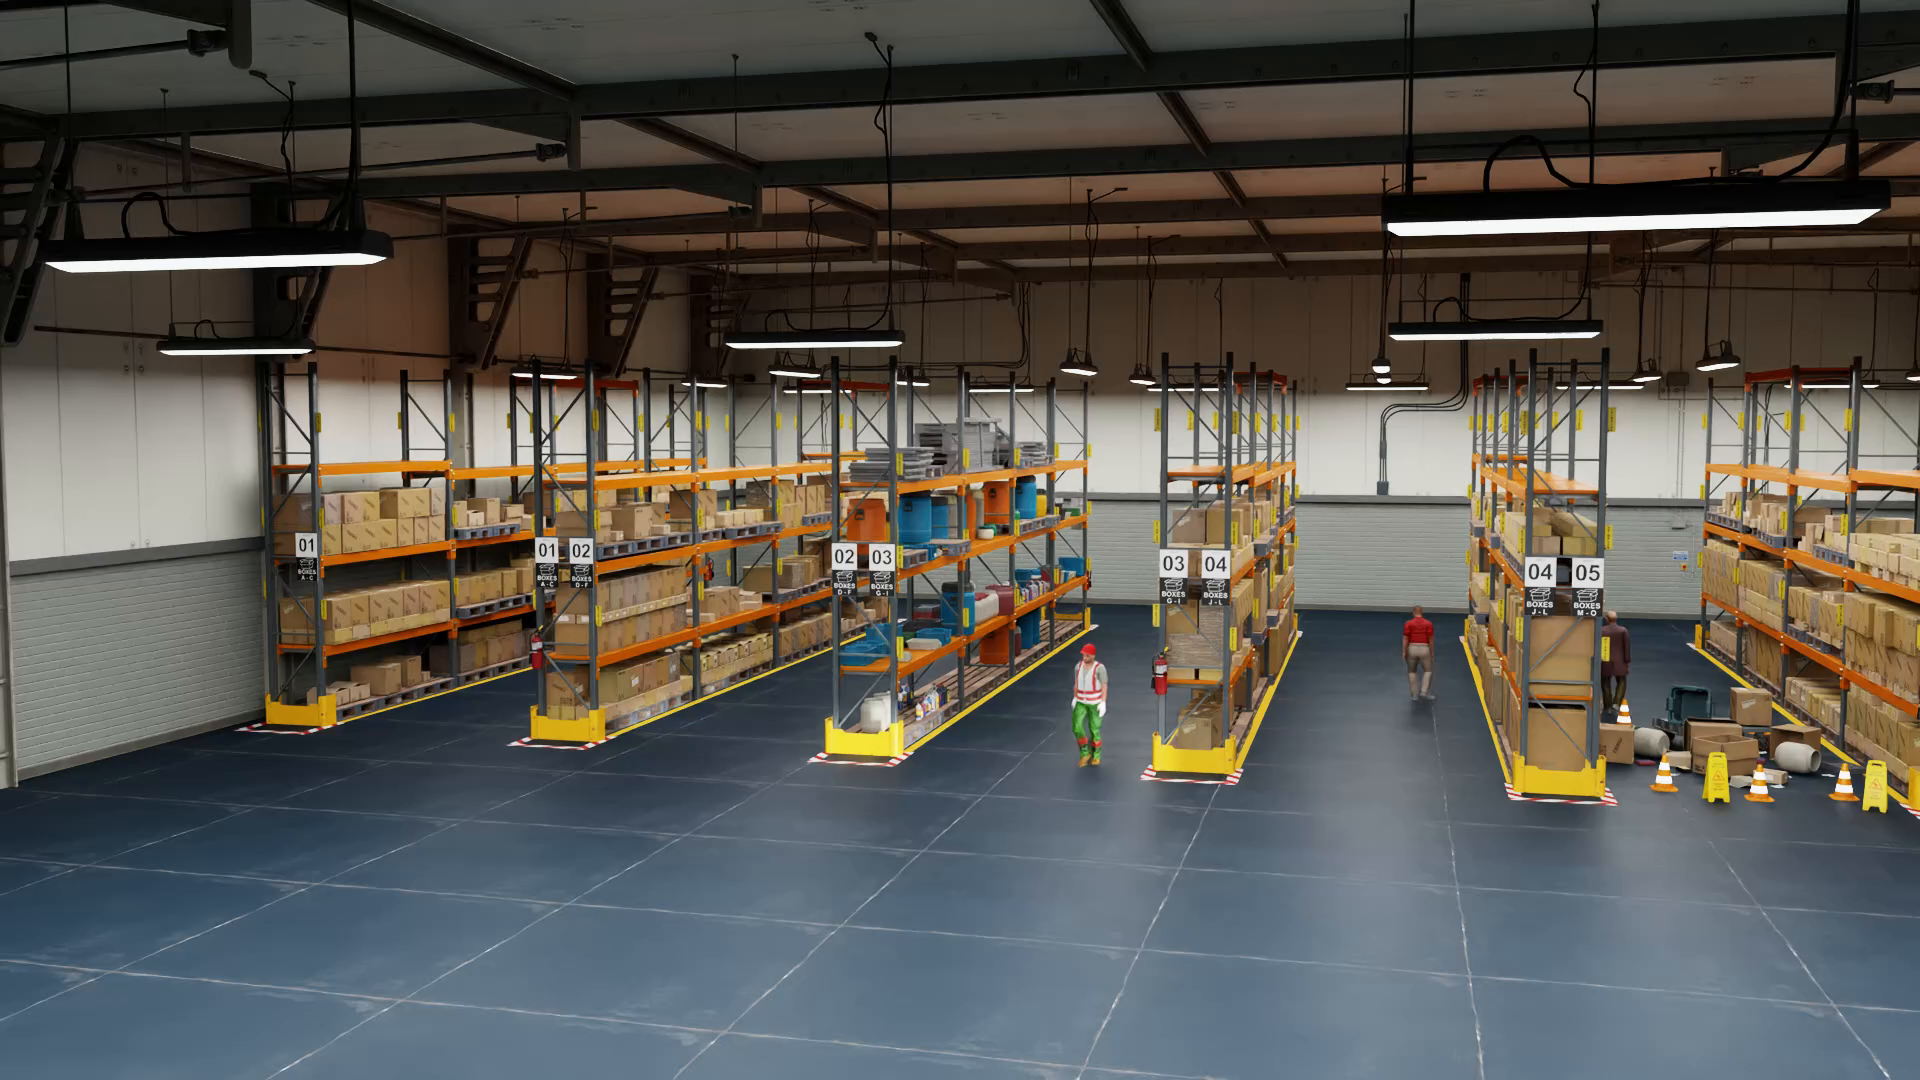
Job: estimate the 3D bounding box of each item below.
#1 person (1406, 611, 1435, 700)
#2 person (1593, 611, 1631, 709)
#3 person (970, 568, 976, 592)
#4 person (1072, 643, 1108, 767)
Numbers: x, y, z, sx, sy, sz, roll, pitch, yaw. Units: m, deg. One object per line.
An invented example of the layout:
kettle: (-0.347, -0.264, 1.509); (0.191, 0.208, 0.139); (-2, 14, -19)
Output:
person: (8.299, 2.086, 29.944); (0.507, 1.631, 0.565); (1, 4, 13)
person: (11.215, 2.070, 28.607); (0.608, 1.700, 0.511); (1, 4, 15)
person: (0.138, 1.492, 38.055); (0.521, 1.680, 0.484); (4, 5, 42)
person: (1.886, 2.422, 24.236); (0.625, 1.849, 0.414); (3, 5, 34)
